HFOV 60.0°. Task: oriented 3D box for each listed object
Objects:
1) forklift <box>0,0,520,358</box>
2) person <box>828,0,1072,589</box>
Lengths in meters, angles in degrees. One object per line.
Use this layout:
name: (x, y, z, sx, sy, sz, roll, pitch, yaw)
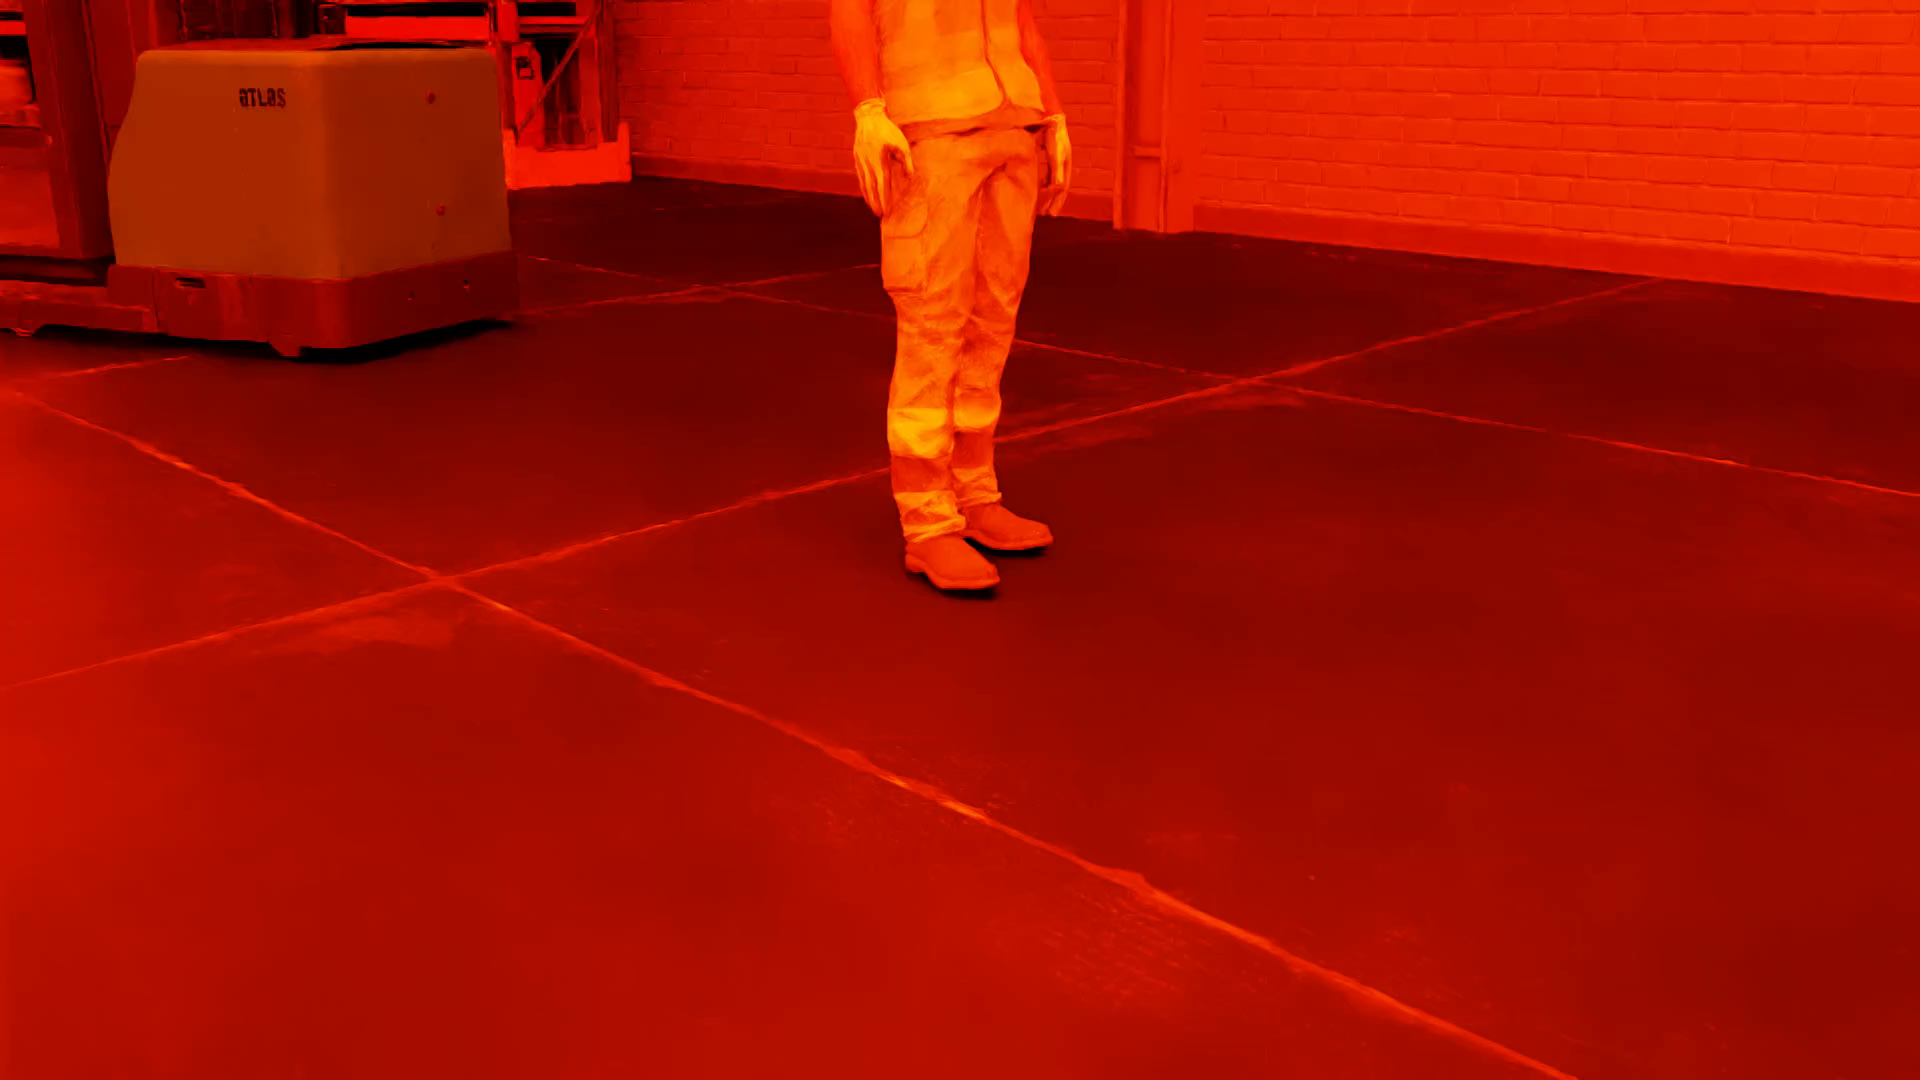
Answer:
forklift: (-3.324, -2.319, 6.441, 3.031, 2.935, 1.130, 8, 19, 23)
person: (0.050, -0.841, 3.568, 0.563, 1.783, 0.637, 16, 23, 42)
